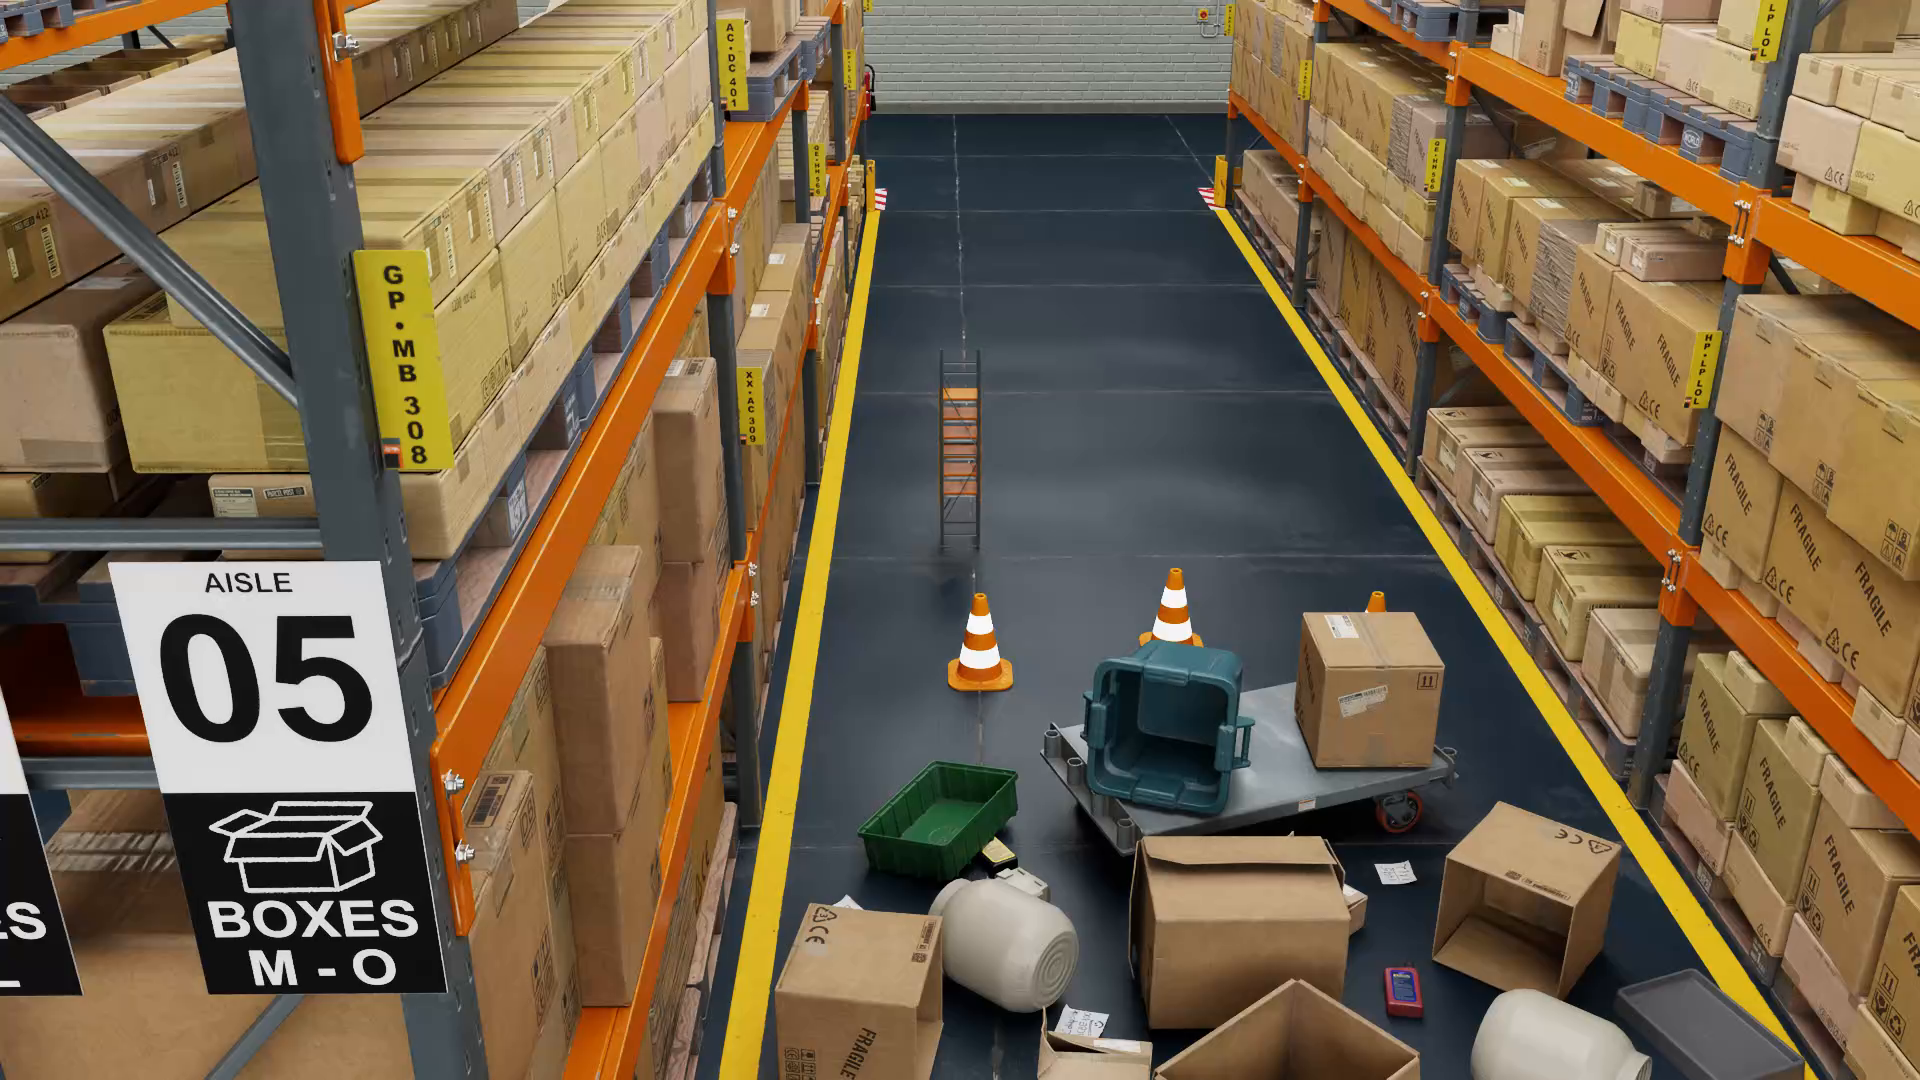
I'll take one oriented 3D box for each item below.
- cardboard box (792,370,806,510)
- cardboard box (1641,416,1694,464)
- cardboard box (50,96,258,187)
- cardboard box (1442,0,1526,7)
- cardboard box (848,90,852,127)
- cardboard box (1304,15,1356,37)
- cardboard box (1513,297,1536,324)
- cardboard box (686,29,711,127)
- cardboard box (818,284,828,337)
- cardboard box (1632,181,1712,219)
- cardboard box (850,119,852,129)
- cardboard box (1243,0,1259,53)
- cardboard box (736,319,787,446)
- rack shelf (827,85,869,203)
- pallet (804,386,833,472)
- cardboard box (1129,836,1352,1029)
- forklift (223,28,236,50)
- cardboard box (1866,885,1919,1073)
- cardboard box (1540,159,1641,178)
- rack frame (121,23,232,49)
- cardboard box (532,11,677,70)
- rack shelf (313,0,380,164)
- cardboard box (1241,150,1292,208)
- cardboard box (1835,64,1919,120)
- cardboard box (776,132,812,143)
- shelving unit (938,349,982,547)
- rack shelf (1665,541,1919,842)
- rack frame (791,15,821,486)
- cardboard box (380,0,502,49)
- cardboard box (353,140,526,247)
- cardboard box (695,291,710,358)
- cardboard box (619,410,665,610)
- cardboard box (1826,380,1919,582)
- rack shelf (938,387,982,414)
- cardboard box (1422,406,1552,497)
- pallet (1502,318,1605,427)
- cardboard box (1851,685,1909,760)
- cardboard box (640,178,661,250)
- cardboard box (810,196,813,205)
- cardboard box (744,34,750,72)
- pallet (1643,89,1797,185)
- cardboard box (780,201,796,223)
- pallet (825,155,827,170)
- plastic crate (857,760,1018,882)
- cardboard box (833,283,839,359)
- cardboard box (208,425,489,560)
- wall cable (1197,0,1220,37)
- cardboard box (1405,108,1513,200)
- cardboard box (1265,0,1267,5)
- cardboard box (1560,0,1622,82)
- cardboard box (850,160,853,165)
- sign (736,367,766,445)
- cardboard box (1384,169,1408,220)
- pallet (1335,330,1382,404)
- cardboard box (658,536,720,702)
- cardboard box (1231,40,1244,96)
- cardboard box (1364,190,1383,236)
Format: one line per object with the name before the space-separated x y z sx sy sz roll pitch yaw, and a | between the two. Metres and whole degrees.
cardboard box | -1.517 -0.663 10.297 1.050 0.750 0.750 -1 24 -1
cardboard box | 3.277 -0.452 7.404 0.380 0.149 0.250 0 24 0
cardboard box | -1.699 -0.860 3.577 0.380 0.149 0.250 0 24 0
cardboard box | 3.360 -3.572 10.233 0.797 0.503 0.637 -2 24 -4
cardboard box | -1.243 -3.987 14.943 0.500 0.500 0.500 0 24 -1
cardboard box | 3.150 -4.383 14.179 0.380 0.149 0.250 -1 24 -2
cardboard box | 3.322 -1.312 9.307 0.380 0.149 0.250 1 24 3
cardboard box | -1.128 -1.569 5.630 0.500 0.250 0.500 -1 24 -1
cardboard box | -1.204 -1.637 11.843 0.500 0.250 0.500 -1 24 -1
cardboard box | 3.815 -1.807 8.827 0.380 0.149 0.250 -1 24 -3
cardboard box | -1.216 -3.943 15.633 0.380 0.149 0.250 1 24 2
cardboard box | 3.161 -5.198 16.768 0.500 0.500 0.500 -1 24 -2
cardboard box | -1.136 -0.778 8.208 0.500 0.500 0.500 0 24 -1
rack shelf | -1.499 -3.893 16.091 1.077 0.370 4.000 0 24 -1
pallet | -1.440 -0.800 11.762 1.003 0.211 1.213 0 24 -1
cardboard box | 1.033 1.462 6.242 0.797 0.637 0.503 0 24 -1
forklift | -3.988 -1.529 10.073 1.130 2.935 3.031 2 24 5
cardboard box | 3.325 1.452 5.317 0.500 0.500 0.500 -1 24 -2
cardboard box | 3.798 -1.999 10.037 0.500 0.500 0.500 -1 24 -2
rack frame | -6.438 -3.416 14.163 1.000 3.000 0.127 0 24 -1
cardboard box | -1.060 -1.493 4.977 0.380 0.149 0.250 0 24 0
rack shelf | -1.368 -1.499 4.004 1.077 0.370 4.000 0 24 -1
cardboard box | 3.535 -3.861 17.747 0.875 0.438 0.875 -1 24 -2
cardboard box | 3.268 -1.541 5.715 0.380 0.149 0.250 0 24 1
cardboard box | -1.261 -2.829 11.939 0.380 0.149 0.250 0 24 1
shelving unit | 0.000 -0.541 9.990 0.258 1.200 0.189 0 24 -1
rack shelf | 3.581 0.988 5.299 1.077 0.370 4.000 0 24 -1
rack frame | -1.433 -1.748 10.476 1.000 3.000 0.127 0 24 -1
cardboard box | -1.722 -1.696 5.426 0.380 0.149 0.250 0 24 -1
cardboard box | -1.036 -0.652 3.118 0.380 0.149 0.250 -1 24 -1
cardboard box | -1.401 -0.806 7.057 0.700 0.500 0.500 -1 24 -1
cardboard box | -1.429 -0.059 5.248 0.875 0.550 0.550 0 24 -1
cardboard box | 3.309 -0.201 5.358 0.700 0.500 0.500 -1 24 -2
rack shelf | 0.000 -0.828 9.860 0.258 0.103 0.180 0 24 -1
cardboard box | 3.511 -0.573 10.557 0.950 0.372 0.625 -2 24 -4
pallet | 3.578 -0.909 8.853 1.003 0.211 1.213 0 24 -1
cardboard box | 3.246 0.609 5.569 0.380 0.149 0.250 0 24 0
cardboard box | -1.050 -0.916 4.669 0.380 0.149 0.250 0 24 -1
cardboard box | -1.252 -2.453 11.829 0.380 0.149 0.250 1 24 1
cardboard box | -1.145 -2.168 7.437 0.380 0.149 0.250 0 24 -1
pallet | 3.659 -1.700 6.957 1.213 0.211 1.003 0 24 -1
cardboard box | -1.238 -2.161 10.822 0.380 0.149 0.250 1 24 2
pallet | -1.614 -2.994 13.462 1.003 0.211 1.213 0 24 -1
plastic crate | -0.078 1.221 7.254 0.450 0.188 0.662 3 22 31
cardboard box | -1.211 -1.722 12.942 0.500 0.500 0.500 -1 24 -2
cardboard box | -1.029 -0.084 2.829 0.380 0.149 0.250 0 24 0
wall cable | 3.343 -7.909 22.827 0.585 1.953 0.123 0 24 -1
cardboard box | 3.248 -2.525 10.859 0.500 0.500 0.500 -1 24 -2
cardboard box | 3.154 -5.223 16.037 0.380 0.149 0.250 0 24 0
cardboard box | 3.560 -2.598 8.588 0.797 0.503 0.637 0 24 -1
cardboard box | -1.316 -3.888 17.434 0.380 0.149 0.250 0 24 0
sign | -0.835 -0.534 6.644 0.100 0.325 0.005 0 24 -1
cardboard box | 3.247 -2.381 11.451 0.500 0.250 0.500 -1 24 -2
pallet | 3.572 -1.368 13.020 1.003 0.211 1.213 0 24 -1
cardboard box | -1.345 0.210 5.964 0.875 0.550 0.550 0 24 -1
cardboard box | 3.146 -4.955 17.445 0.500 0.500 0.500 0 24 -1
cardboard box | 3.239 -2.369 12.030 0.500 0.250 0.500 0 24 -1
